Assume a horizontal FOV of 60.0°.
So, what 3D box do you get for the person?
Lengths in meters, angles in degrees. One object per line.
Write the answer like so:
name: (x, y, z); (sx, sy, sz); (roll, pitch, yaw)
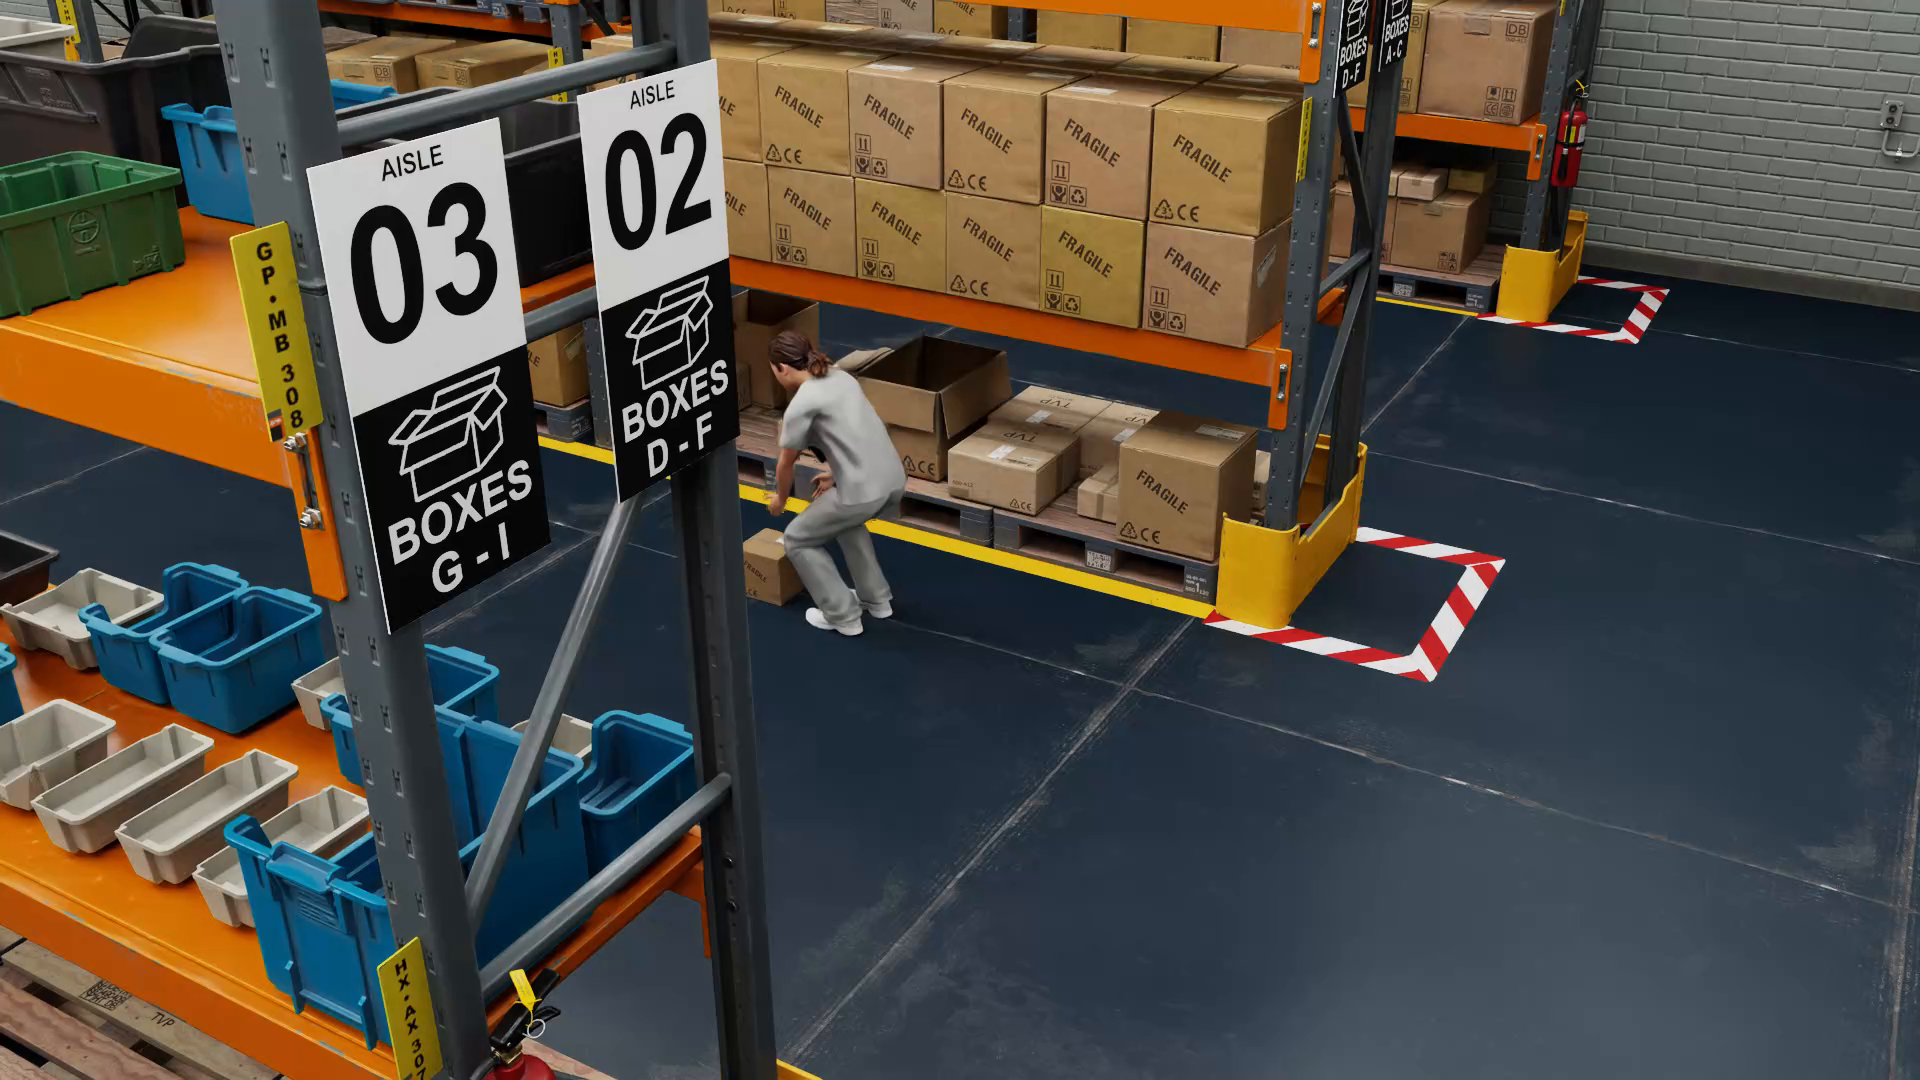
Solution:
person: (-0.574, -0.244, 7.459); (0.652, 1.362, 0.491); (19, 32, 33)
